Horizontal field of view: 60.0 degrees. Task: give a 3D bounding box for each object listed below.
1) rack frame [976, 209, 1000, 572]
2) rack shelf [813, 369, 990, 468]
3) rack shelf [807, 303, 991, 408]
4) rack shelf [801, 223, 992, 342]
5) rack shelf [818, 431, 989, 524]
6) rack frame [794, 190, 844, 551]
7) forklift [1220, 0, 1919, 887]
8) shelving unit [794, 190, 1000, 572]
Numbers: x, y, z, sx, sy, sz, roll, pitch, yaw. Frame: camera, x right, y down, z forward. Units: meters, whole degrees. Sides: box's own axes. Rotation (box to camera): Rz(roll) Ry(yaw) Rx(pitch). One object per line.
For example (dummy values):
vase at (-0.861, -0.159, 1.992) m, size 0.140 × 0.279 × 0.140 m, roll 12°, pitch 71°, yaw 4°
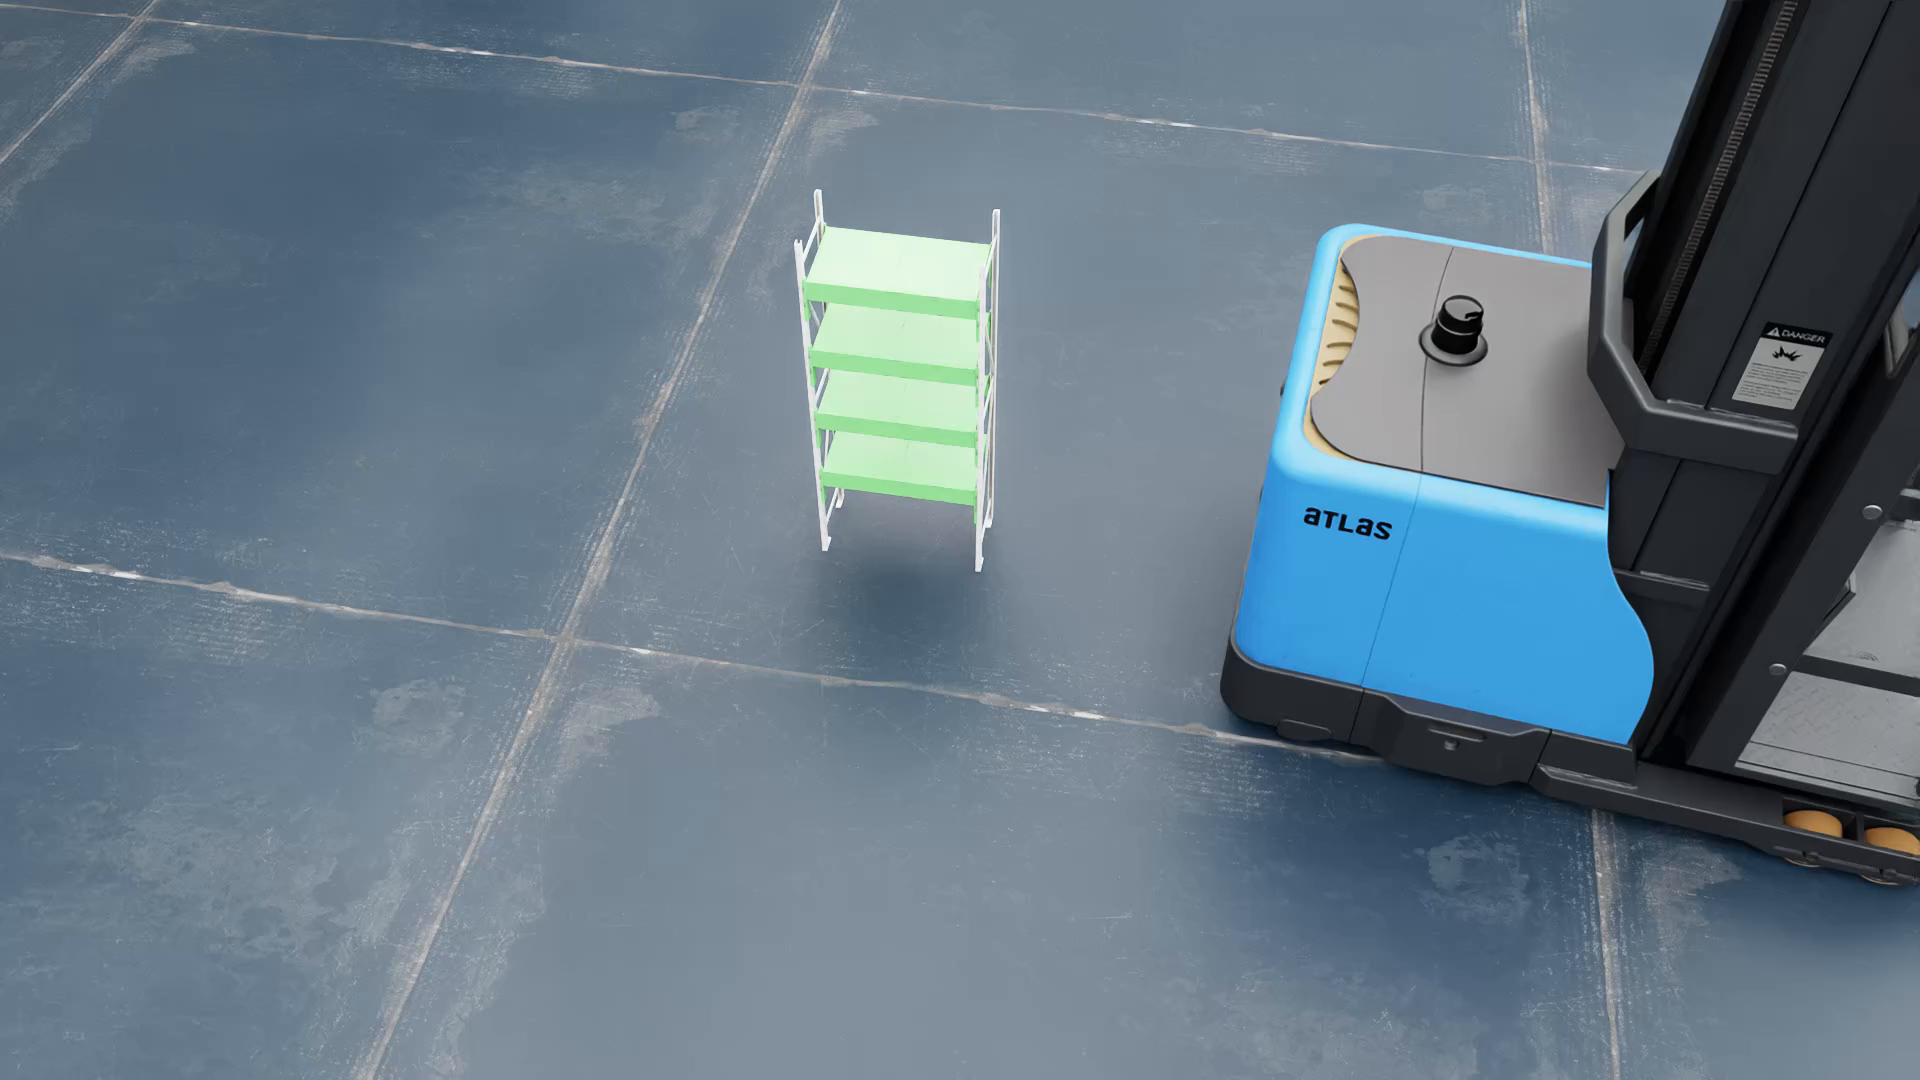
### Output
rack frame at (0.077, -0.391, 4.794) m, size 0.015 × 1.200 × 0.240 m, roll 8°, pitch 49°, yaw 7°
rack shelf at (-0.163, -0.380, 4.871) m, size 0.480 × 0.148 × 0.258 m, roll 8°, pitch 49°, yaw 7°
rack shelf at (-0.163, -0.541, 4.692) m, size 0.480 × 0.148 × 0.258 m, roll 8°, pitch 49°, yaw 7°
rack shelf at (-0.163, -0.701, 4.514) m, size 0.480 × 0.148 × 0.258 m, roll 8°, pitch 49°, yaw 7°
rack shelf at (-0.163, -0.220, 5.049) m, size 0.480 × 0.148 × 0.258 m, roll 8°, pitch 49°, yaw 7°
rack frame at (-0.403, -0.455, 4.852) m, size 0.015 × 1.200 × 0.240 m, roll 8°, pitch 49°, yaw 7°
forklift at (2.320, -0.507, 3.735) m, size 3.031 × 2.935 × 1.130 m, roll 12°, pitch 49°, yaw 11°
shelving unit at (-0.163, -0.423, 4.823) m, size 0.503 × 1.200 × 0.258 m, roll 8°, pitch 49°, yaw 7°
